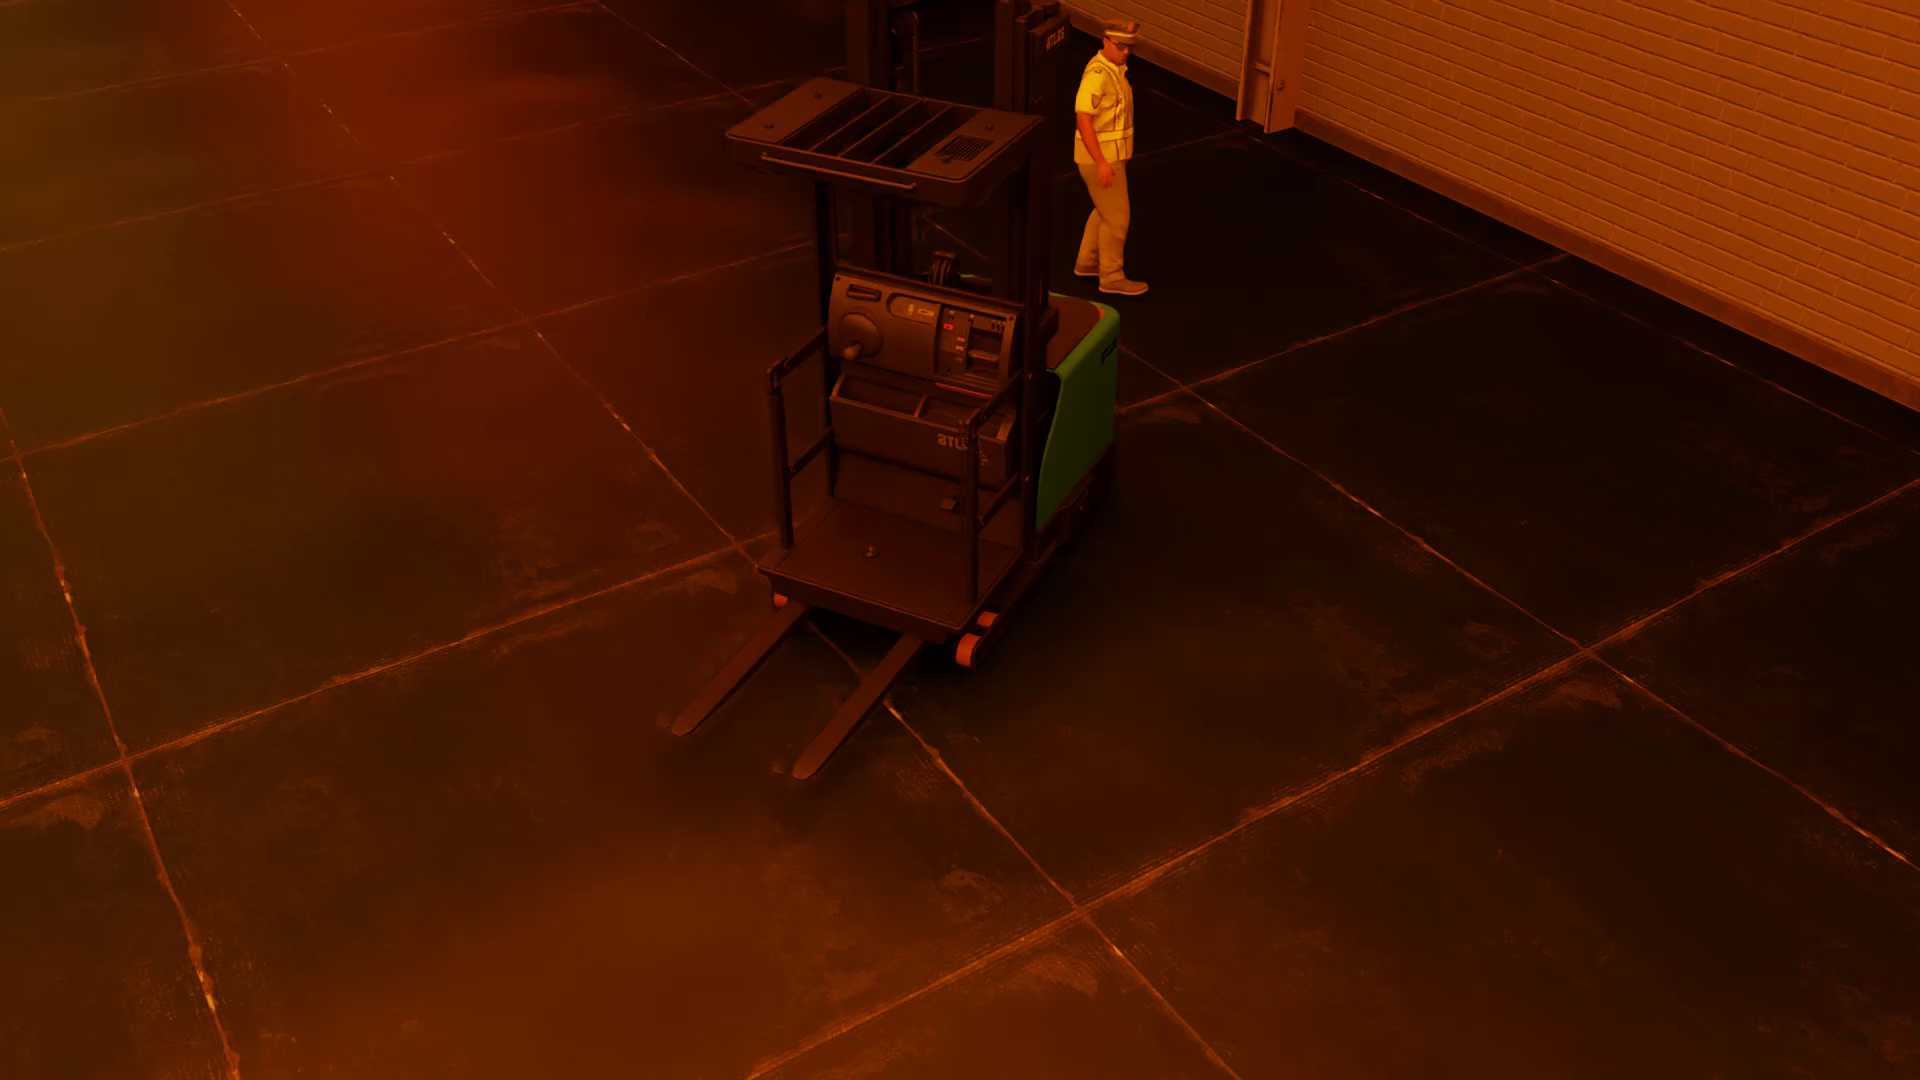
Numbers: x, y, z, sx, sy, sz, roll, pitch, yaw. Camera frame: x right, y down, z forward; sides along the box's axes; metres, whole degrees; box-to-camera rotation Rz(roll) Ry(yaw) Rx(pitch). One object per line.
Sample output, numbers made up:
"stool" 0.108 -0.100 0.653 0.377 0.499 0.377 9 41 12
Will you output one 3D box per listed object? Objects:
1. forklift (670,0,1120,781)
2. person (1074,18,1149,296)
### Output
"forklift" -0.272 -0.885 7.407 1.130 2.935 3.031 16 38 21
"person" 1.005 -2.467 10.688 0.537 1.749 0.738 4 35 6
